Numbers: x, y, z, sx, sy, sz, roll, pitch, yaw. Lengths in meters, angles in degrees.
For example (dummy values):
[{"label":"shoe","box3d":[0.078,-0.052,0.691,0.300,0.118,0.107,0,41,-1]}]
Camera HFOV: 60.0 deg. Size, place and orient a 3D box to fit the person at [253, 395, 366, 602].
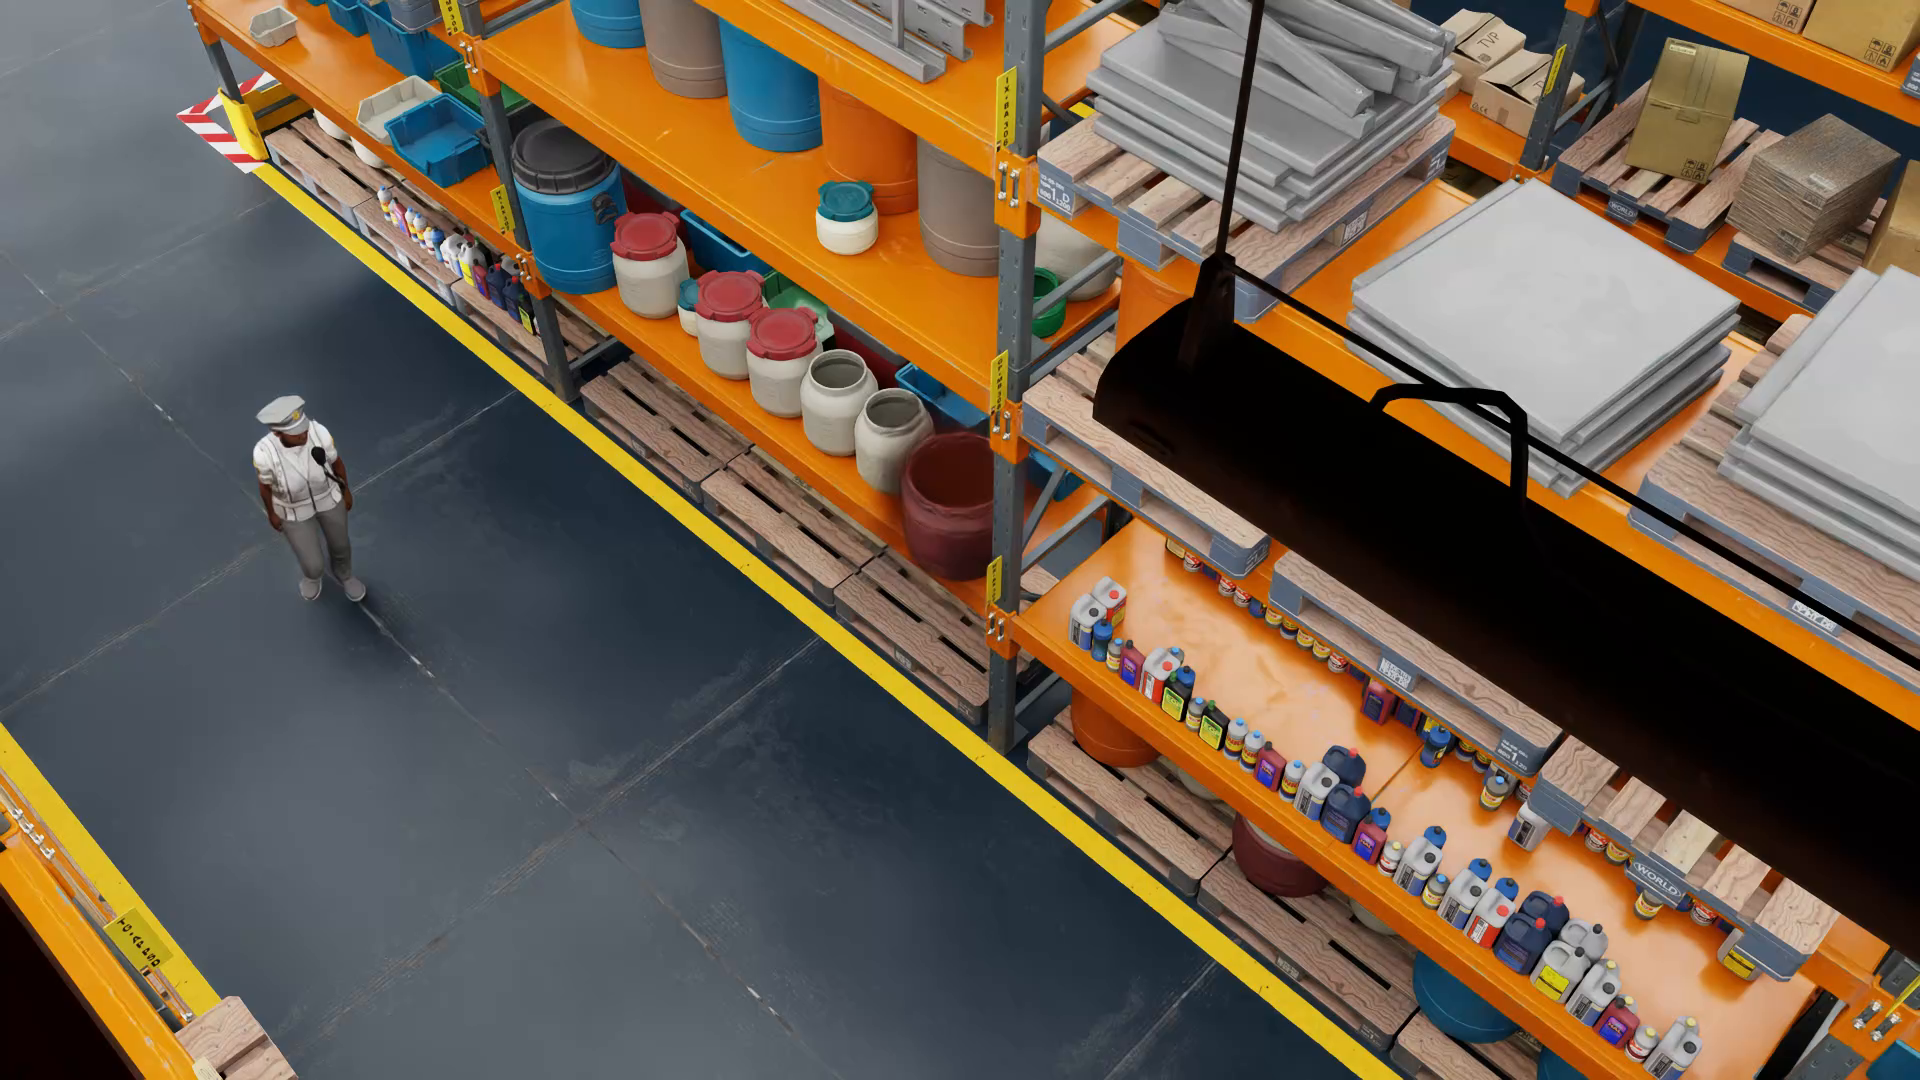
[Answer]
[{"label":"person","box3d":[-3.711,-0.214,9.485,0.504,1.652,0.456,-28,56,-22]}]
